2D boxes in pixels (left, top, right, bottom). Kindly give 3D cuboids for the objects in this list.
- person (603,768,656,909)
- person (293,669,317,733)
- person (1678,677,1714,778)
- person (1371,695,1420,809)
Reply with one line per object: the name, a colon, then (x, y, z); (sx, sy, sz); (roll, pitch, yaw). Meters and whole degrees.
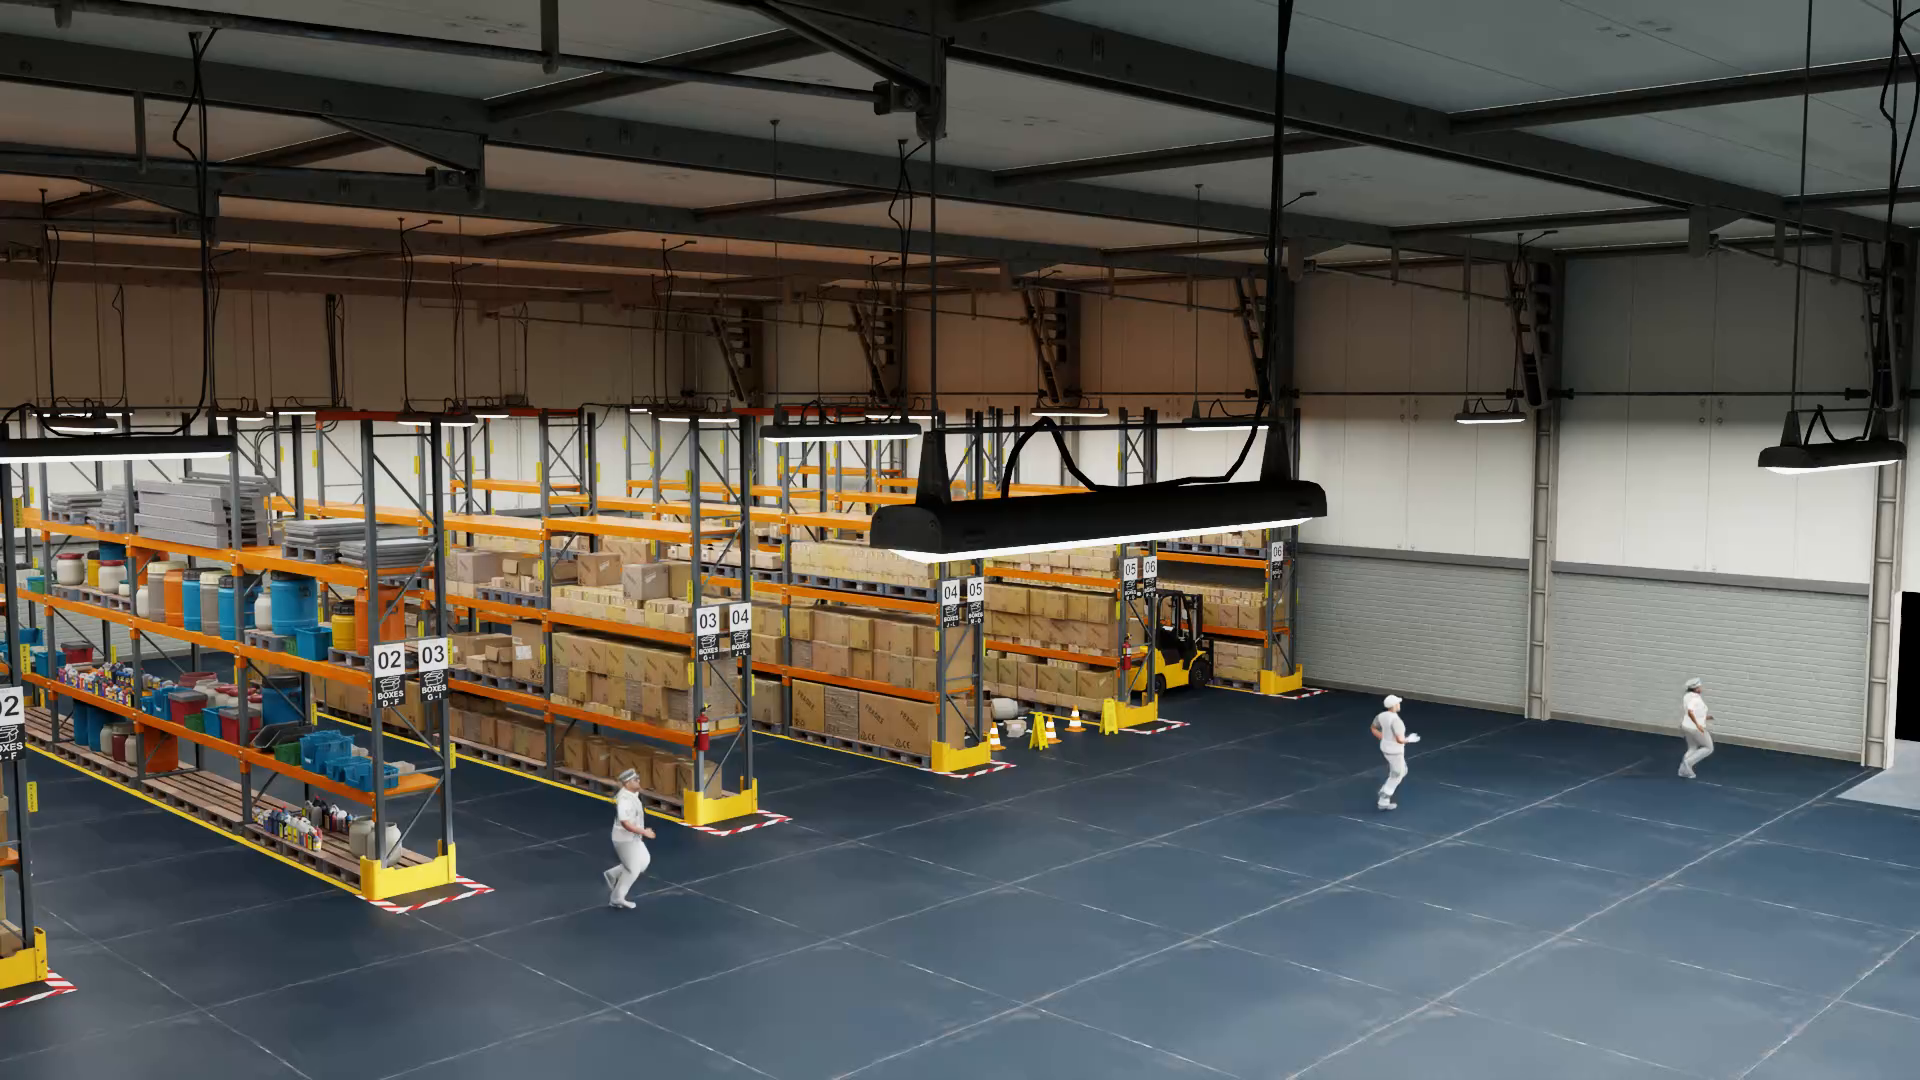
person: (-4.066, 3.656, 20.509); (0.641, 1.748, 0.698); (-1, 5, -7)
person: (-11.536, 2.904, 29.052); (0.586, 1.729, 0.659); (3, 6, 31)
person: (12.127, 3.082, 27.320); (0.562, 1.661, 0.561); (0, 5, -1)
person: (6.622, 3.209, 25.224); (0.604, 1.750, 0.640); (-1, 5, -9)
